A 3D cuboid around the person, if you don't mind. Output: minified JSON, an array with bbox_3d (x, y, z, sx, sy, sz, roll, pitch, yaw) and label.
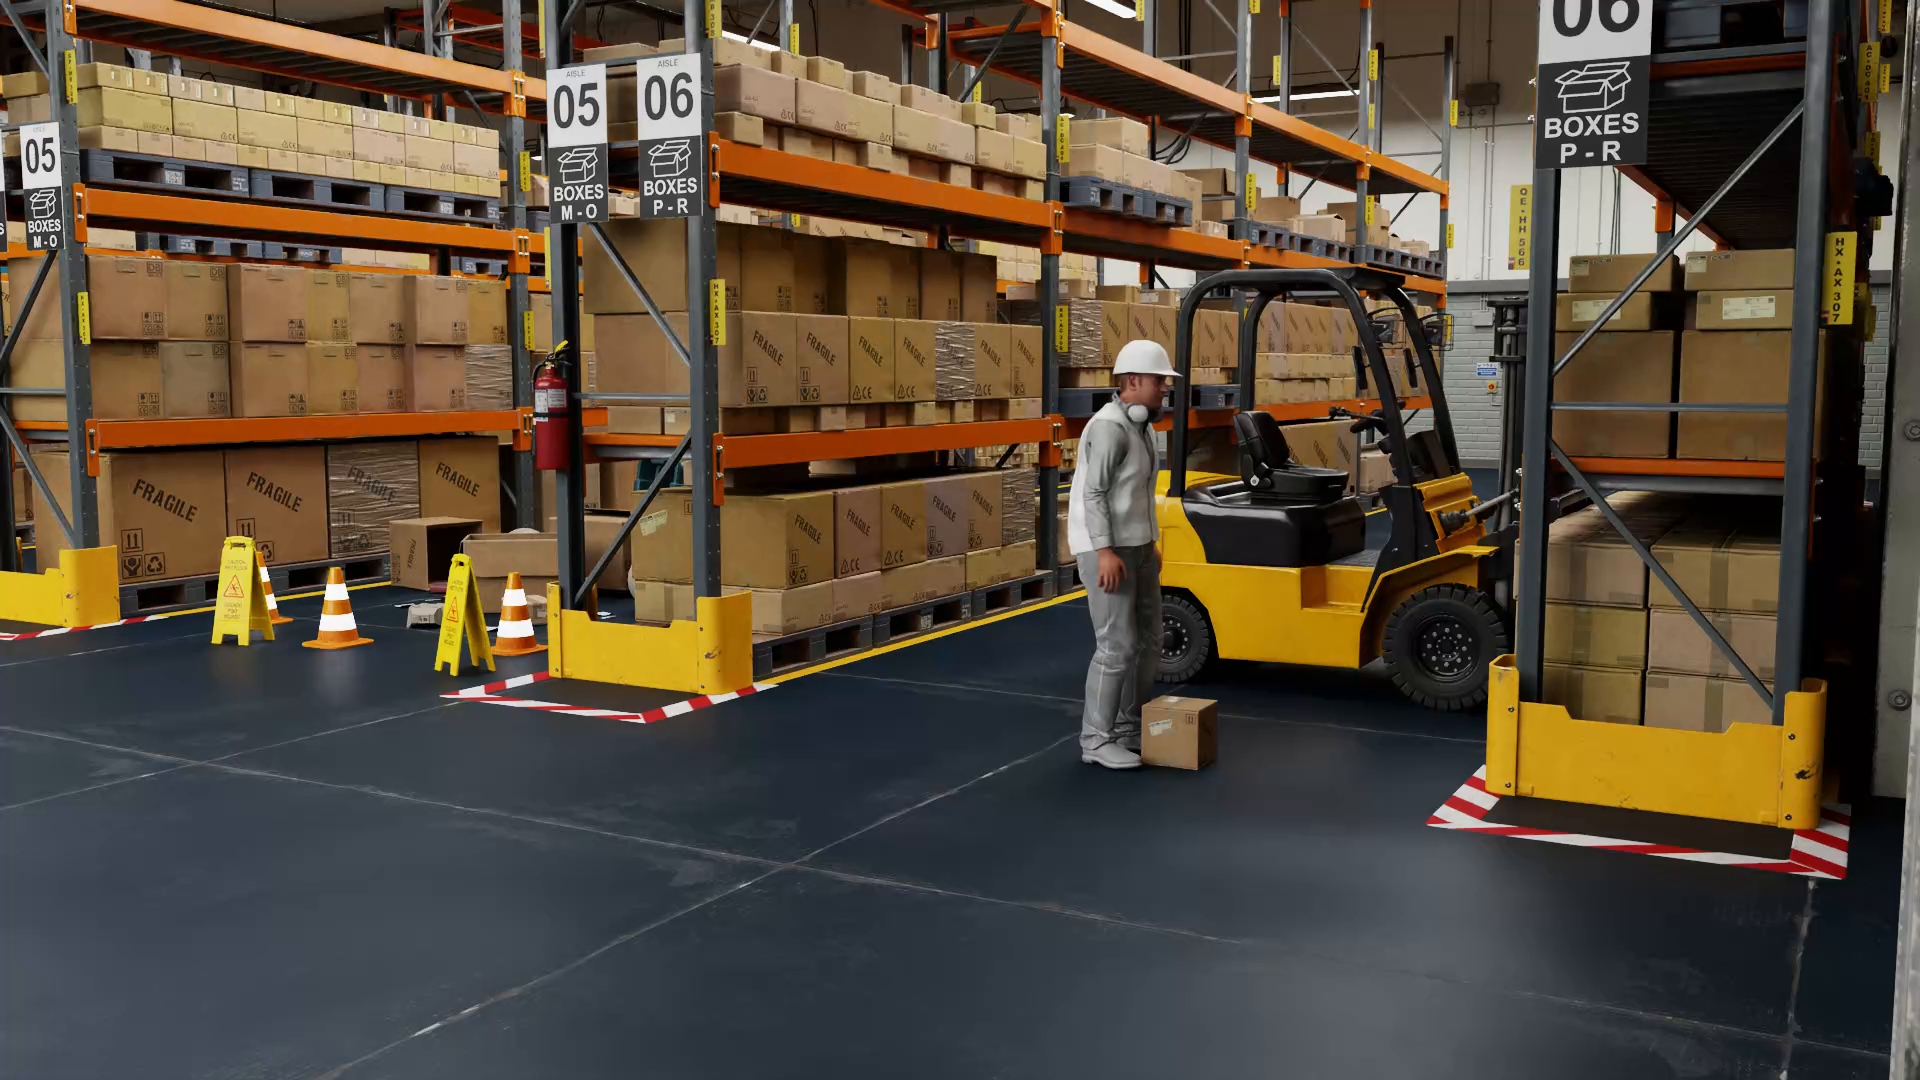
[{"bbox_3d":[0.703,0.043,7.062,0.466,1.771,0.584,3,7,28],"label":"person"}]
